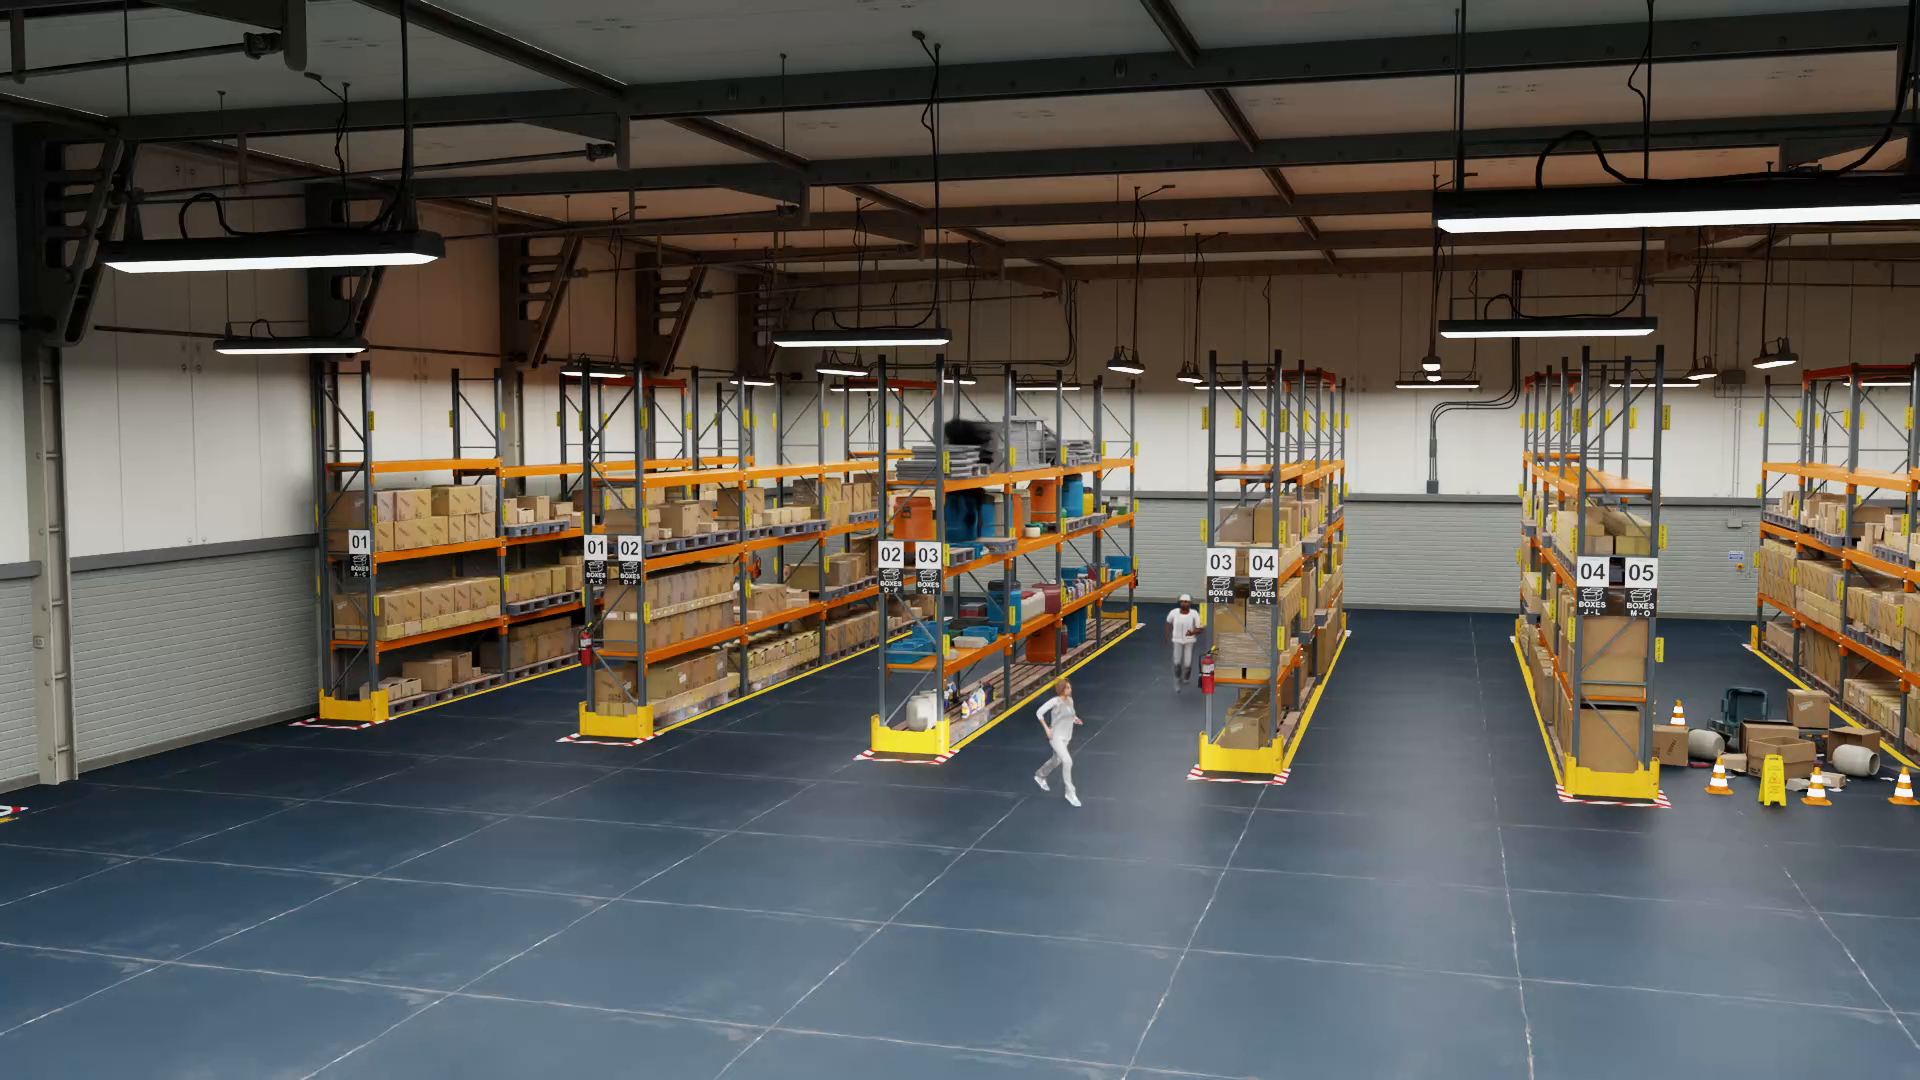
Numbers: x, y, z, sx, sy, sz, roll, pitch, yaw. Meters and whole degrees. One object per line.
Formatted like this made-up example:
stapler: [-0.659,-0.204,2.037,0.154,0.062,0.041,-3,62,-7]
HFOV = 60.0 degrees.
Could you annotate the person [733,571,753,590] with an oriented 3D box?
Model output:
person: [-4.822,1.528,36.890,0.562,1.738,0.812,1,4,16]

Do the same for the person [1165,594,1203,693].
person: [3.988,1.852,29.686,0.680,1.777,0.647,1,4,11]

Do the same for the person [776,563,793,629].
person: [-4.144,1.331,40.471,0.610,1.625,1.009,0,4,5]

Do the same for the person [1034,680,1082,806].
person: [1.269,2.636,21.900,0.869,1.621,0.565,4,5,41]
